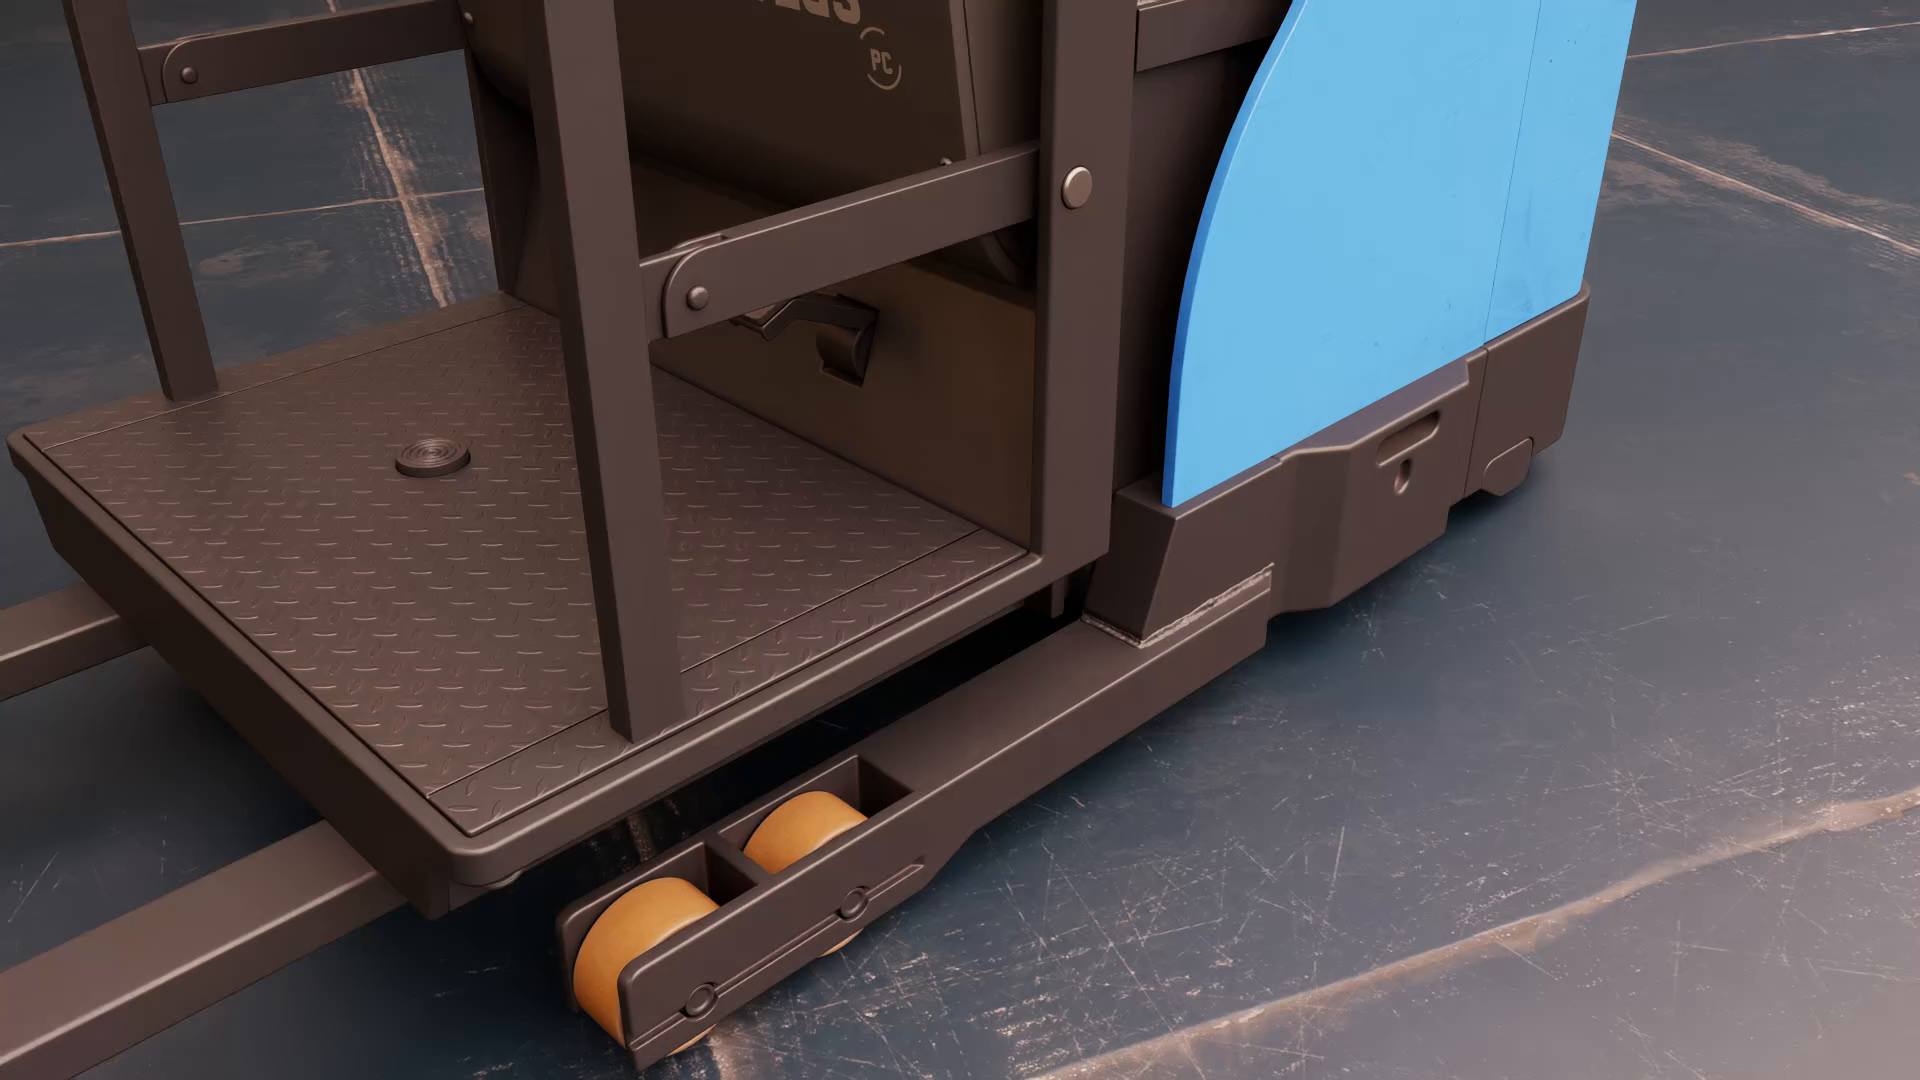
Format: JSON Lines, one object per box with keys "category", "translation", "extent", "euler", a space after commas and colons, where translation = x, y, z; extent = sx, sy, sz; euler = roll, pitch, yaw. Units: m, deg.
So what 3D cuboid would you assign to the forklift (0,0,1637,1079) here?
{"category": "forklift", "translation": [-0.435, -1.063, 1.405], "extent": [3.031, 2.935, 1.130], "euler": [-26, 39, -37]}
